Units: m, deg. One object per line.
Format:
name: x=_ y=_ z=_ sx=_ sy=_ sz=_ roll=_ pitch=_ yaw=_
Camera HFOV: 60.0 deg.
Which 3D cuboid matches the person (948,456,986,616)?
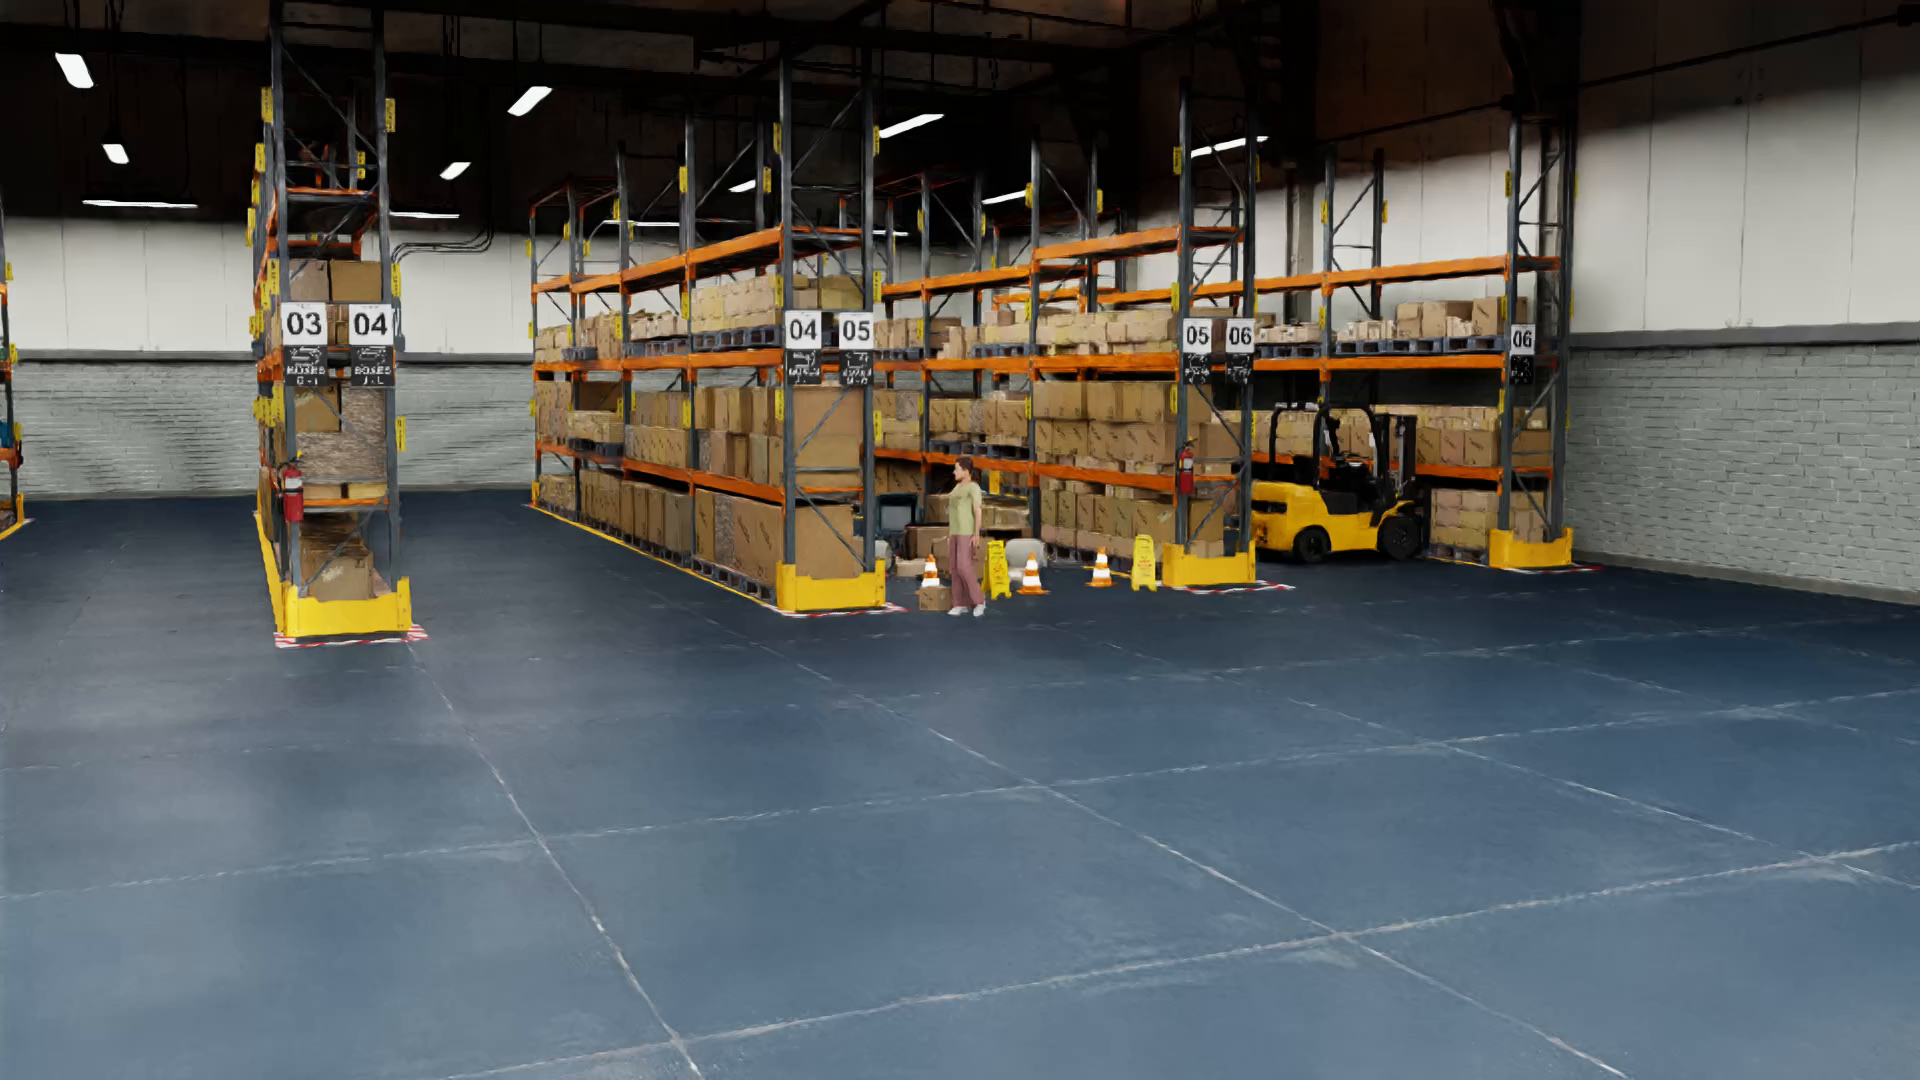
person: x=0.062 y=-0.046 z=17.476 sx=0.394 sy=1.676 sz=0.528 roll=-4 pitch=7 yaw=-34
